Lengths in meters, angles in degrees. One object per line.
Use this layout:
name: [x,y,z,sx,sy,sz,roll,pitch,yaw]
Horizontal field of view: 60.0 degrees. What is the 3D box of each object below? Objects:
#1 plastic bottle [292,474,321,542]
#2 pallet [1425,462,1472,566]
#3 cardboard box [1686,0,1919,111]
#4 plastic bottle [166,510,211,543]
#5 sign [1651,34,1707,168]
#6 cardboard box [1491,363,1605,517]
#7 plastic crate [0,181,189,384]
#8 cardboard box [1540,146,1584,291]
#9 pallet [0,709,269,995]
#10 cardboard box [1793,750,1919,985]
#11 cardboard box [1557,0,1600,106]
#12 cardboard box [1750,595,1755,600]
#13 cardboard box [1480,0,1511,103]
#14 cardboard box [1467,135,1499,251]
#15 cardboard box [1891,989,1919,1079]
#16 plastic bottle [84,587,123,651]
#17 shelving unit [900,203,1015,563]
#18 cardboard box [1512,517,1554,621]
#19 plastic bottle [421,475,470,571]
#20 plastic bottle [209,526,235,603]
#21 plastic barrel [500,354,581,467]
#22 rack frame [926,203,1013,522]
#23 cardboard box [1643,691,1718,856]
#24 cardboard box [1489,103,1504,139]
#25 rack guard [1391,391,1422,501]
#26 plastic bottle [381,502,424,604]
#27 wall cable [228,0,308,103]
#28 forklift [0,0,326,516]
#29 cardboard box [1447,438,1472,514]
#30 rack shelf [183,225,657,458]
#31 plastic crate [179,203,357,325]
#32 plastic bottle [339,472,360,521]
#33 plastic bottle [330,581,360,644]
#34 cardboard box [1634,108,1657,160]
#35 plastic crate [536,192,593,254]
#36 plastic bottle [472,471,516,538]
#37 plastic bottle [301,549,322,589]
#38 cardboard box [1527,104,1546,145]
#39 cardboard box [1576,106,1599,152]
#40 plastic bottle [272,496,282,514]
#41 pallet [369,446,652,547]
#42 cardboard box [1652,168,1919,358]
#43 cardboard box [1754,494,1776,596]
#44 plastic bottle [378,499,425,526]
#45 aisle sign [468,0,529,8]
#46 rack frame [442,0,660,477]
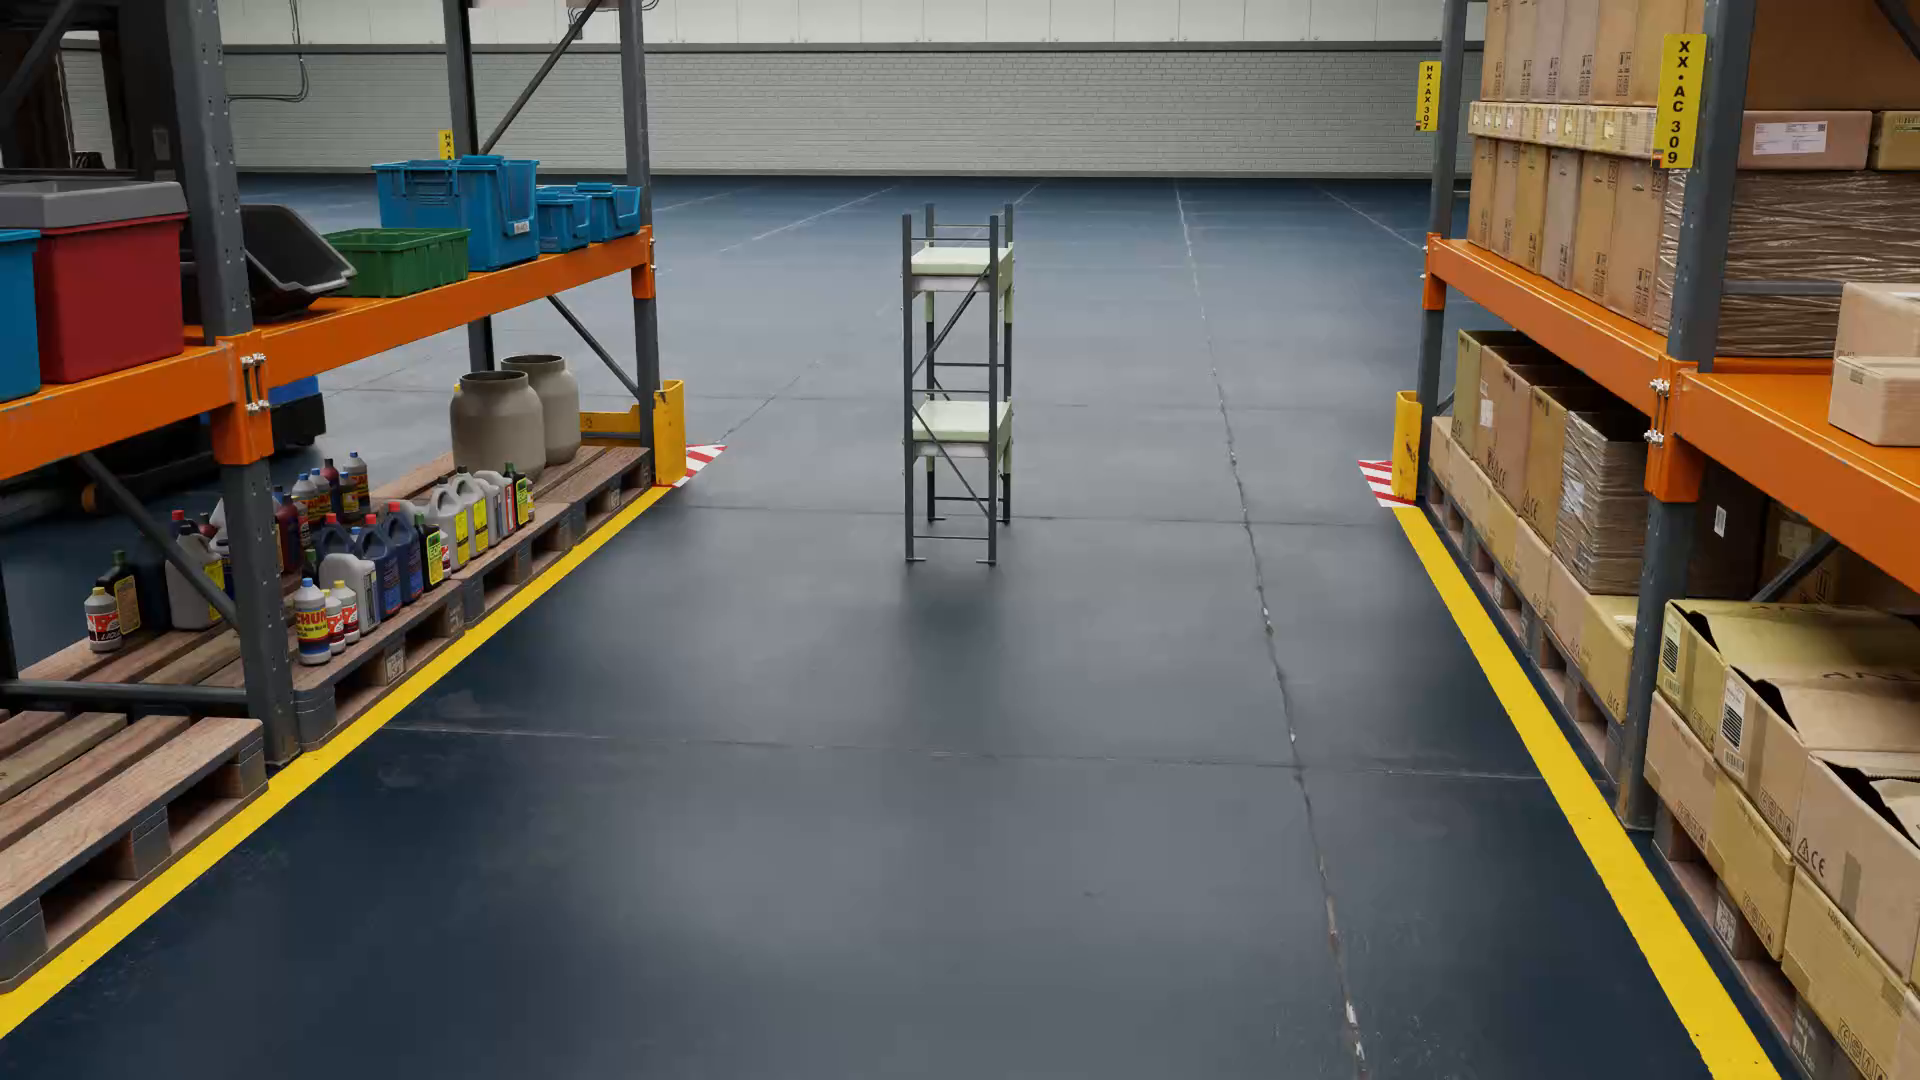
plastic bottle: [-2.673,-0.136,6.802,0.097,0.271,0.097,0,15,0]
pallet: [2.768,-0.124,7.716,1.003,0.211,1.213,2,15,6]
cardboard box: [2.405,-1.422,4.497,0.700,0.500,0.500,2,15,7]
plastic bottle: [-2.752,0.062,5.918,0.144,0.351,0.185,1,15,3]
sign: [1.810,-1.104,4.189,0.100,0.325,0.005,2,15,6]
cardboard box: [2.359,-0.385,6.368,0.500,0.500,0.500,2,15,6]
plastic crate: [-2.310,-0.675,4.290,0.402,0.464,0.583,2,15,6]
cardboard box: [2.575,-1.196,6.145,0.700,0.500,0.500,2,15,8]
pallet: [-2.610,0.772,4.403,1.003,0.211,1.213,2,15,6]
cardboard box: [1.948,0.586,3.139,0.500,0.311,0.500,1,15,4]
cardboard box: [2.575,-1.812,5.941,0.700,0.500,0.500,2,15,6]
cardboard box: [2.777,0.252,5.448,0.500,0.250,0.500,2,15,6]
cardboard box: [2.741,-2.210,7.410,0.700,0.500,0.500,2,15,6]
cardboard box: [2.747,-1.597,7.631,0.700,0.500,0.500,2,15,6]
cardboard box: [1.897,0.989,2.722,0.500,0.250,0.500,2,15,7]
plastic bottle: [-2.829,0.256,5.486,0.097,0.201,0.097,0,15,0]
shelving unit: [0.001,-0.726,7.473,0.431,1.500,0.755,2,15,6]
cardboard box: [2.305,0.106,5.986,0.500,0.250,0.500,2,15,6]
plastic bottle: [-1.987,-0.069,6.403,0.144,0.351,0.185,2,15,6]
plastic bottle: [-2.602,0.096,5.936,0.152,0.276,0.135,2,15,6]
plastic barrel: [-2.107,-0.645,8.263,0.421,0.512,0.421,0,15,0]
rack frame: [0.042,-0.821,7.824,0.400,1.500,0.023,2,15,6]
cardboard box: [2.070,0.590,4.197,0.500,0.250,0.500,1,15,5]
cardboard box: [2.498,-1.802,7.147,0.380,0.149,0.250,2,15,6]
rack guard: [2.815,-0.469,8.439,1.175,0.500,0.348,2,15,6]
plastic bottle: [-2.035,0.041,5.995,0.144,0.351,0.185,1,15,4]
wall cable: [-17.752,-12.148,41.298,3.097,2.526,0.112,2,15,6]
forklift: [-4.592,-1.644,8.126,1.130,2.935,3.031,4,16,15]
cardboard box: [2.478,-0.283,7.424,0.500,0.250,0.500,2,15,6]
rack shelf: [-2.334,-0.950,6.809,1.077,0.370,4.000,2,15,6]
plastic crate: [-2.374,-0.881,5.293,0.767,0.338,0.504,2,15,6]
plastic bottle: [-2.634,-0.190,7.137,0.097,0.201,0.097,0,15,0]
plastic bottle: [-2.065,0.237,5.557,0.097,0.201,0.097,0,15,0]
cardboard box: [2.236,-1.202,4.928,0.380,0.149,0.250,1,15,5]
plastic crate: [-1.947,-1.438,7.518,0.499,0.251,0.408,2,15,6]
plastic bottle: [-1.936,-0.160,6.883,0.152,0.276,0.135,2,15,7]
plastic bottle: [-2.185,0.163,5.676,0.061,0.283,0.133,2,15,6]
cardboard box: [2.411,-1.601,6.404,0.380,0.149,0.250,2,15,6]
cardboard box: [2.324,-1.400,5.657,0.380,0.149,0.250,2,15,8]
plastic bottle: [-2.693,-0.028,6.393,0.152,0.276,0.135,2,15,7]
pallet: [-2.167,-0.239,8.140,1.003,0.211,1.213,2,15,6]
cardboard box: [2.405,-0.796,4.667,0.700,0.500,0.500,1,15,5]
cardboard box: [2.773,-0.110,5.351,0.500,0.500,0.500,2,15,6]
plastic bottle: [-2.137,-0.031,6.404,0.152,0.276,0.135,2,15,6]
aisle sign: [-2.391,-3.099,8.395,0.394,0.787,0.004,2,15,6]
rack frame: [-2.108,-1.816,8.633,1.000,3.000,0.127,2,15,6]
